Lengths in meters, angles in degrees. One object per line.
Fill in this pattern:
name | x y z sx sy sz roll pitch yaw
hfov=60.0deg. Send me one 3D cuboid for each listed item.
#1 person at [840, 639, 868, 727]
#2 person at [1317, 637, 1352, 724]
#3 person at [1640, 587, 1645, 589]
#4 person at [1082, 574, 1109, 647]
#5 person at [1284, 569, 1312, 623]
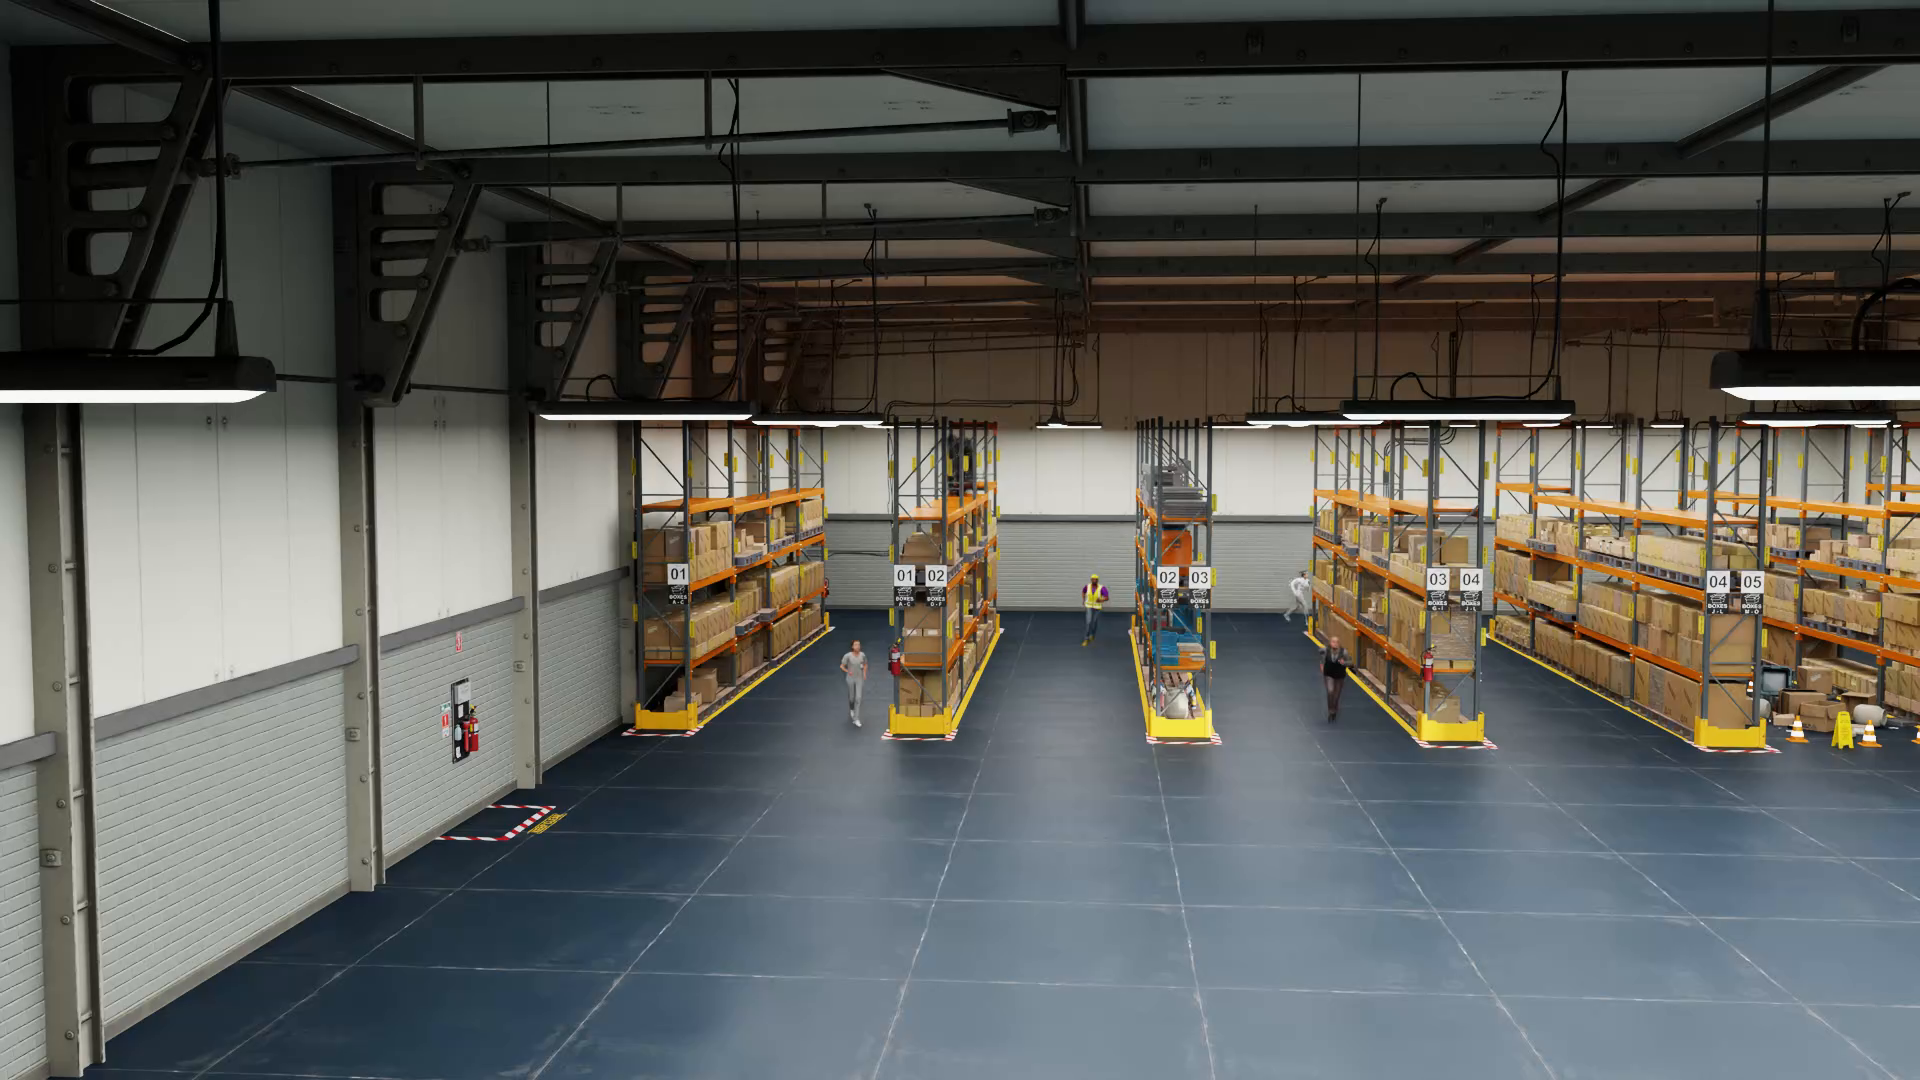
person | -2.068 2.773 32.596 0.563 1.670 0.814 -1 4 -14
person | 7.392 2.739 32.844 0.649 1.714 0.938 0 4 6
person | 17.198 2.079 42.068 0.671 1.783 0.884 0 4 0
person | 3.464 1.779 42.550 0.701 1.835 0.720 1 4 9
person | 10.028 1.694 49.154 1.004 1.693 0.615 3 5 40
